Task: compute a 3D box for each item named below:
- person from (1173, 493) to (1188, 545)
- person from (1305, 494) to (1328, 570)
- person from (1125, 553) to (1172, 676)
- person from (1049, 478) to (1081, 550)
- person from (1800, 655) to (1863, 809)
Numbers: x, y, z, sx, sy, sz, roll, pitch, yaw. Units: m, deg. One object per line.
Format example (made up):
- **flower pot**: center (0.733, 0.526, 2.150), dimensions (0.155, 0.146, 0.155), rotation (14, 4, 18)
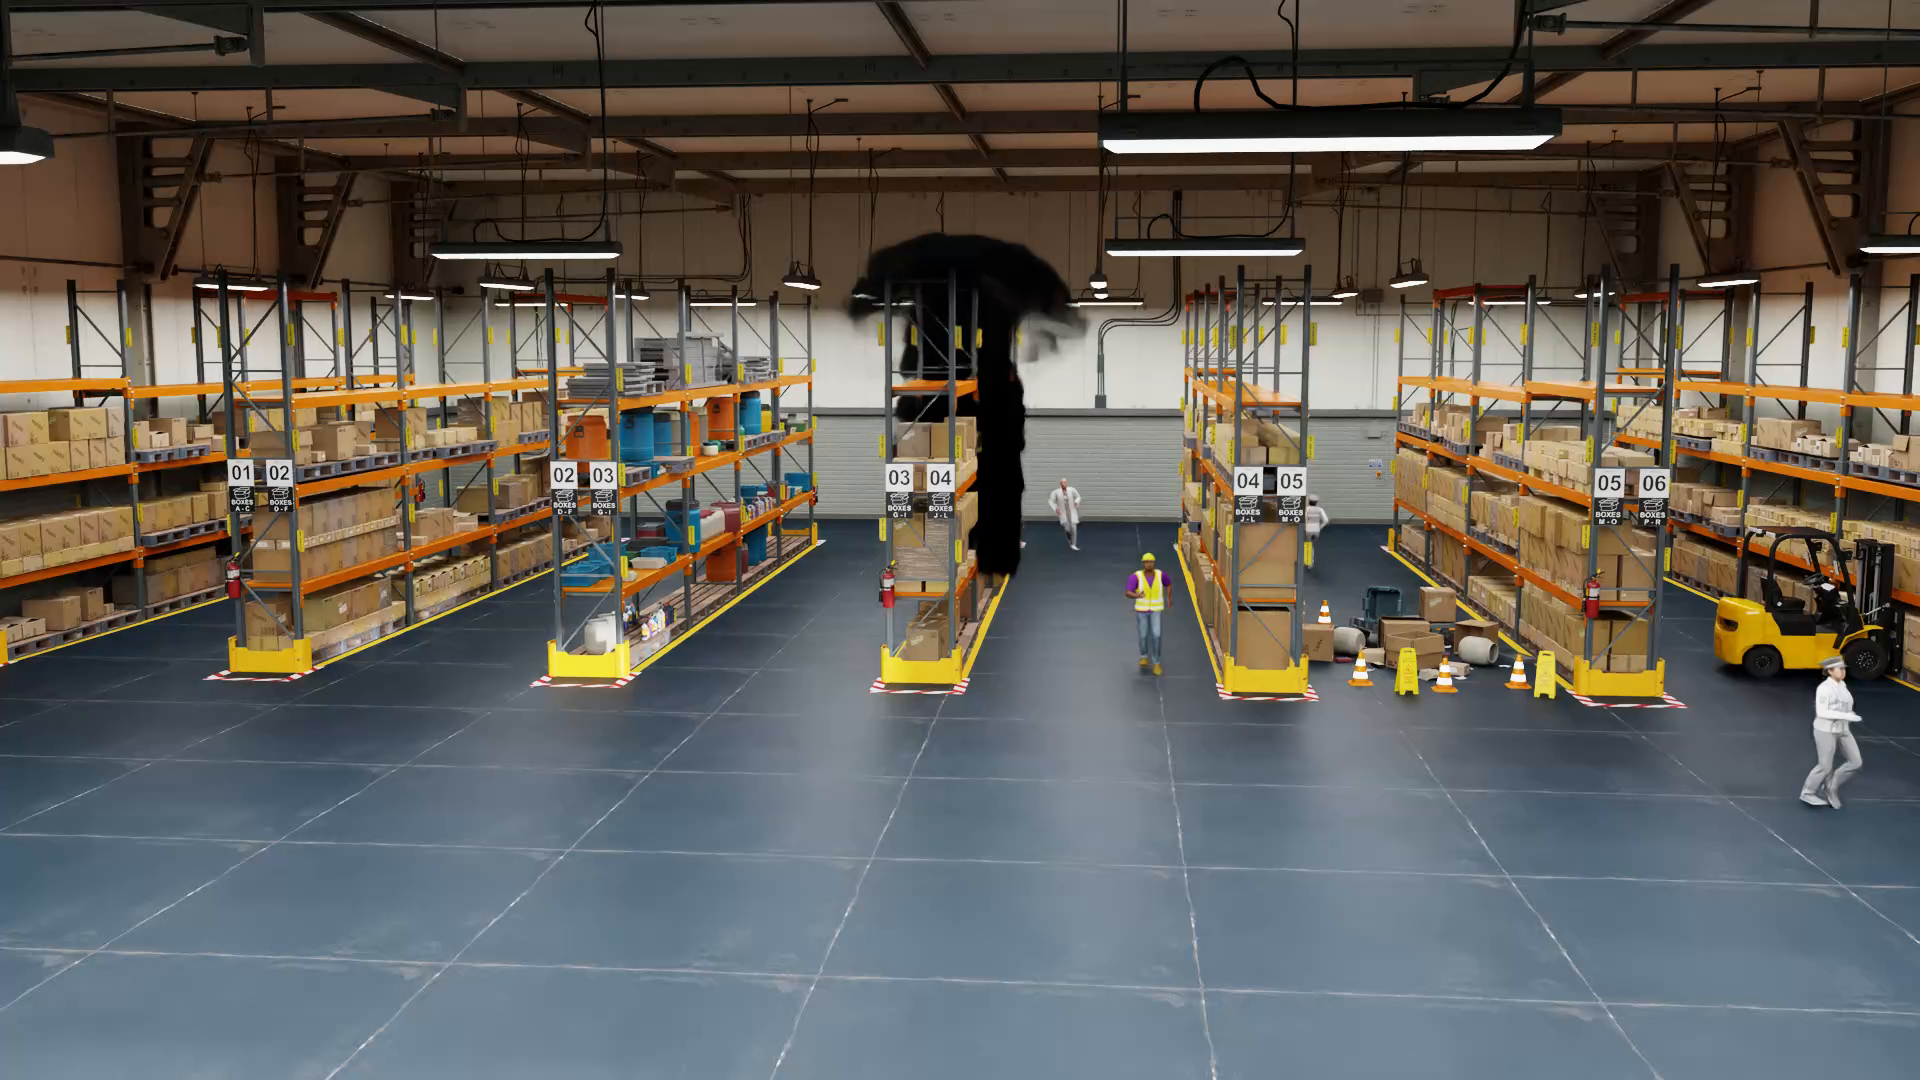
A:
- **person**: center (5.630, -0.765, 40.443), dimensions (0.908, 1.725, 0.693), rotation (0, 7, 2)
- **person**: center (7.565, -0.152, 35.692), dimensions (0.627, 1.680, 0.614), rotation (-1, 7, -5)
- **person**: center (2.828, 1.103, 24.959), dimensions (0.707, 1.841, 0.716), rotation (0, 7, 3)
- **person**: center (2.504, -0.611, 39.381), dimensions (0.764, 1.712, 0.649), rotation (-1, 7, -8)
- **person**: center (9.285, 2.039, 17.613), dimensions (0.580, 1.682, 0.659), rotation (-4, 8, -30)
